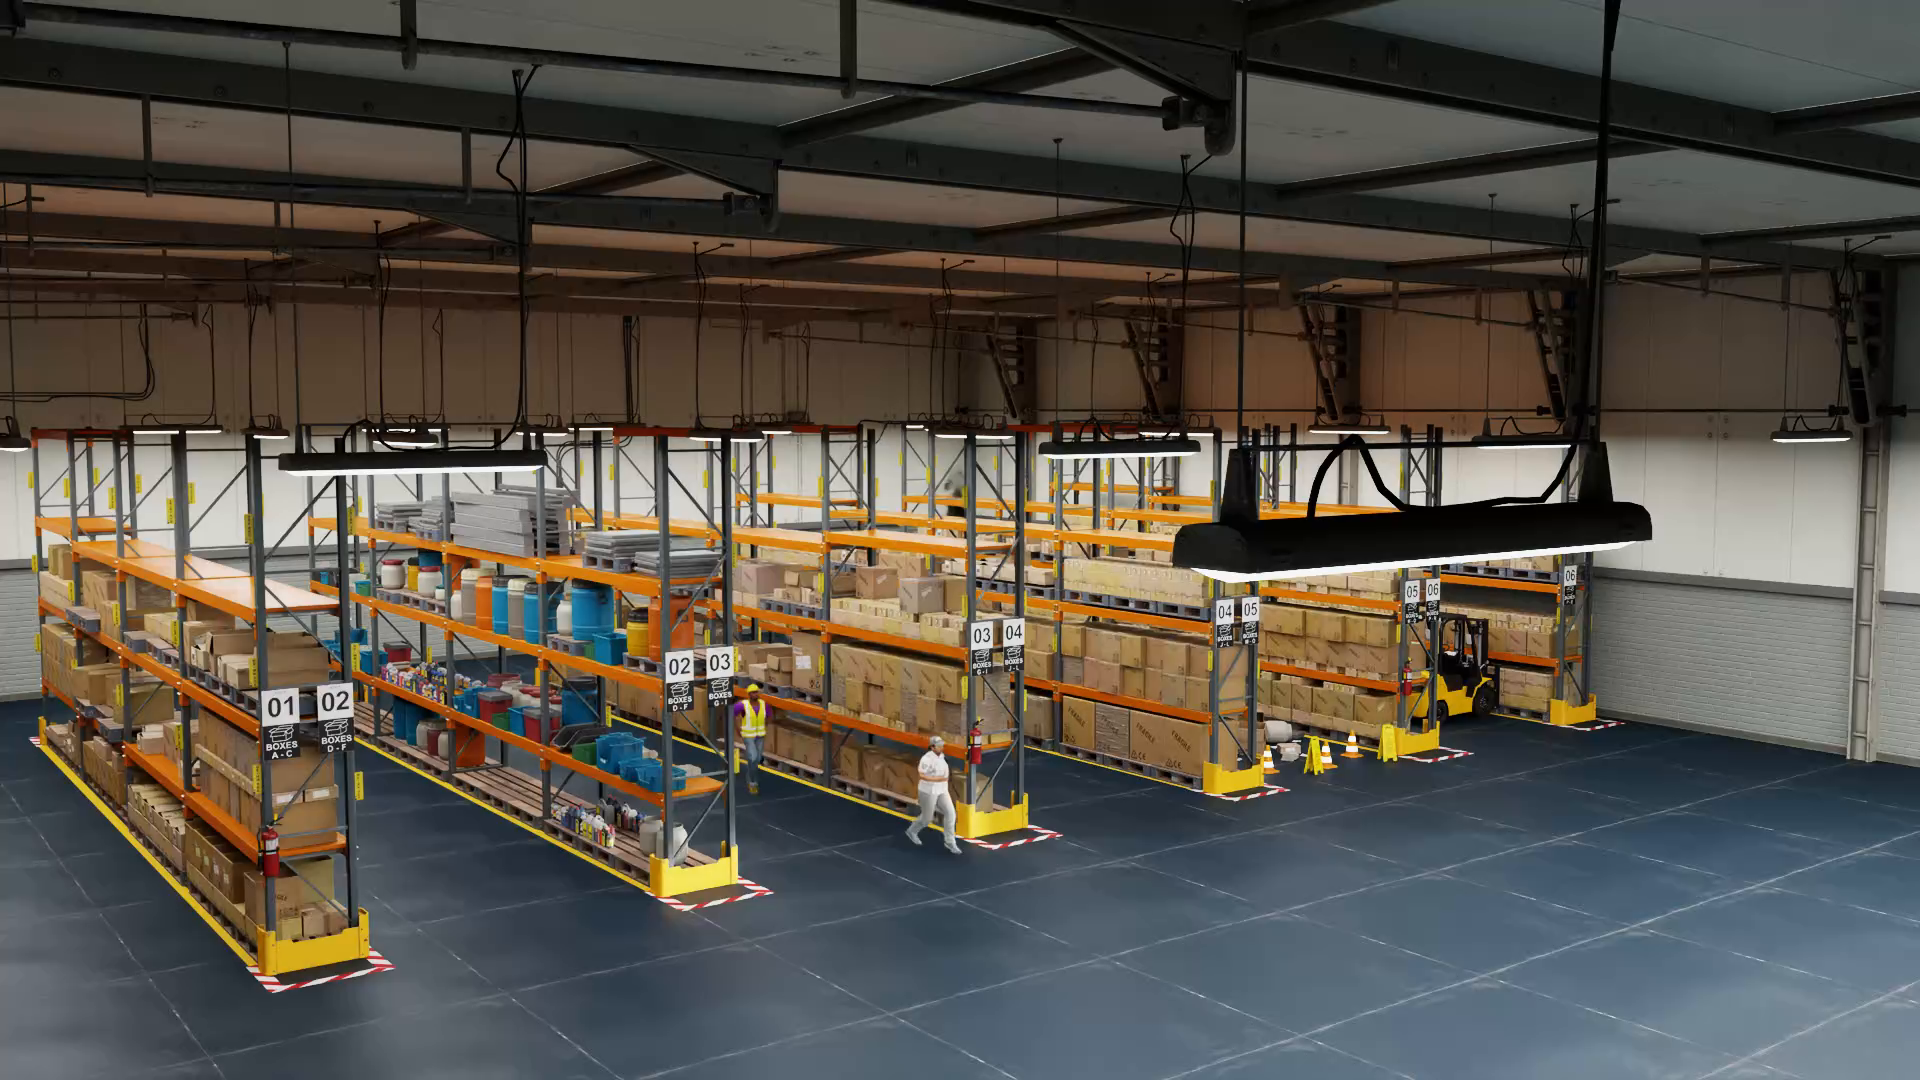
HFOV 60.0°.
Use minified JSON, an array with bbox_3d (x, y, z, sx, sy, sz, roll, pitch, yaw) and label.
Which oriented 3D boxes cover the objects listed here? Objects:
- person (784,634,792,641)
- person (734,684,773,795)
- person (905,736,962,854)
[{"bbox_3d":[-4.319,2.093,42.762,0.753,1.732,0.683,-2,5,-28],"label":"person"},{"bbox_3d":[-3.429,3.303,27.619,0.698,1.846,0.671,-3,5,-33],"label":"person"},{"bbox_3d":[-0.398,3.637,23.862,0.901,1.686,0.636,4,6,38],"label":"person"}]
